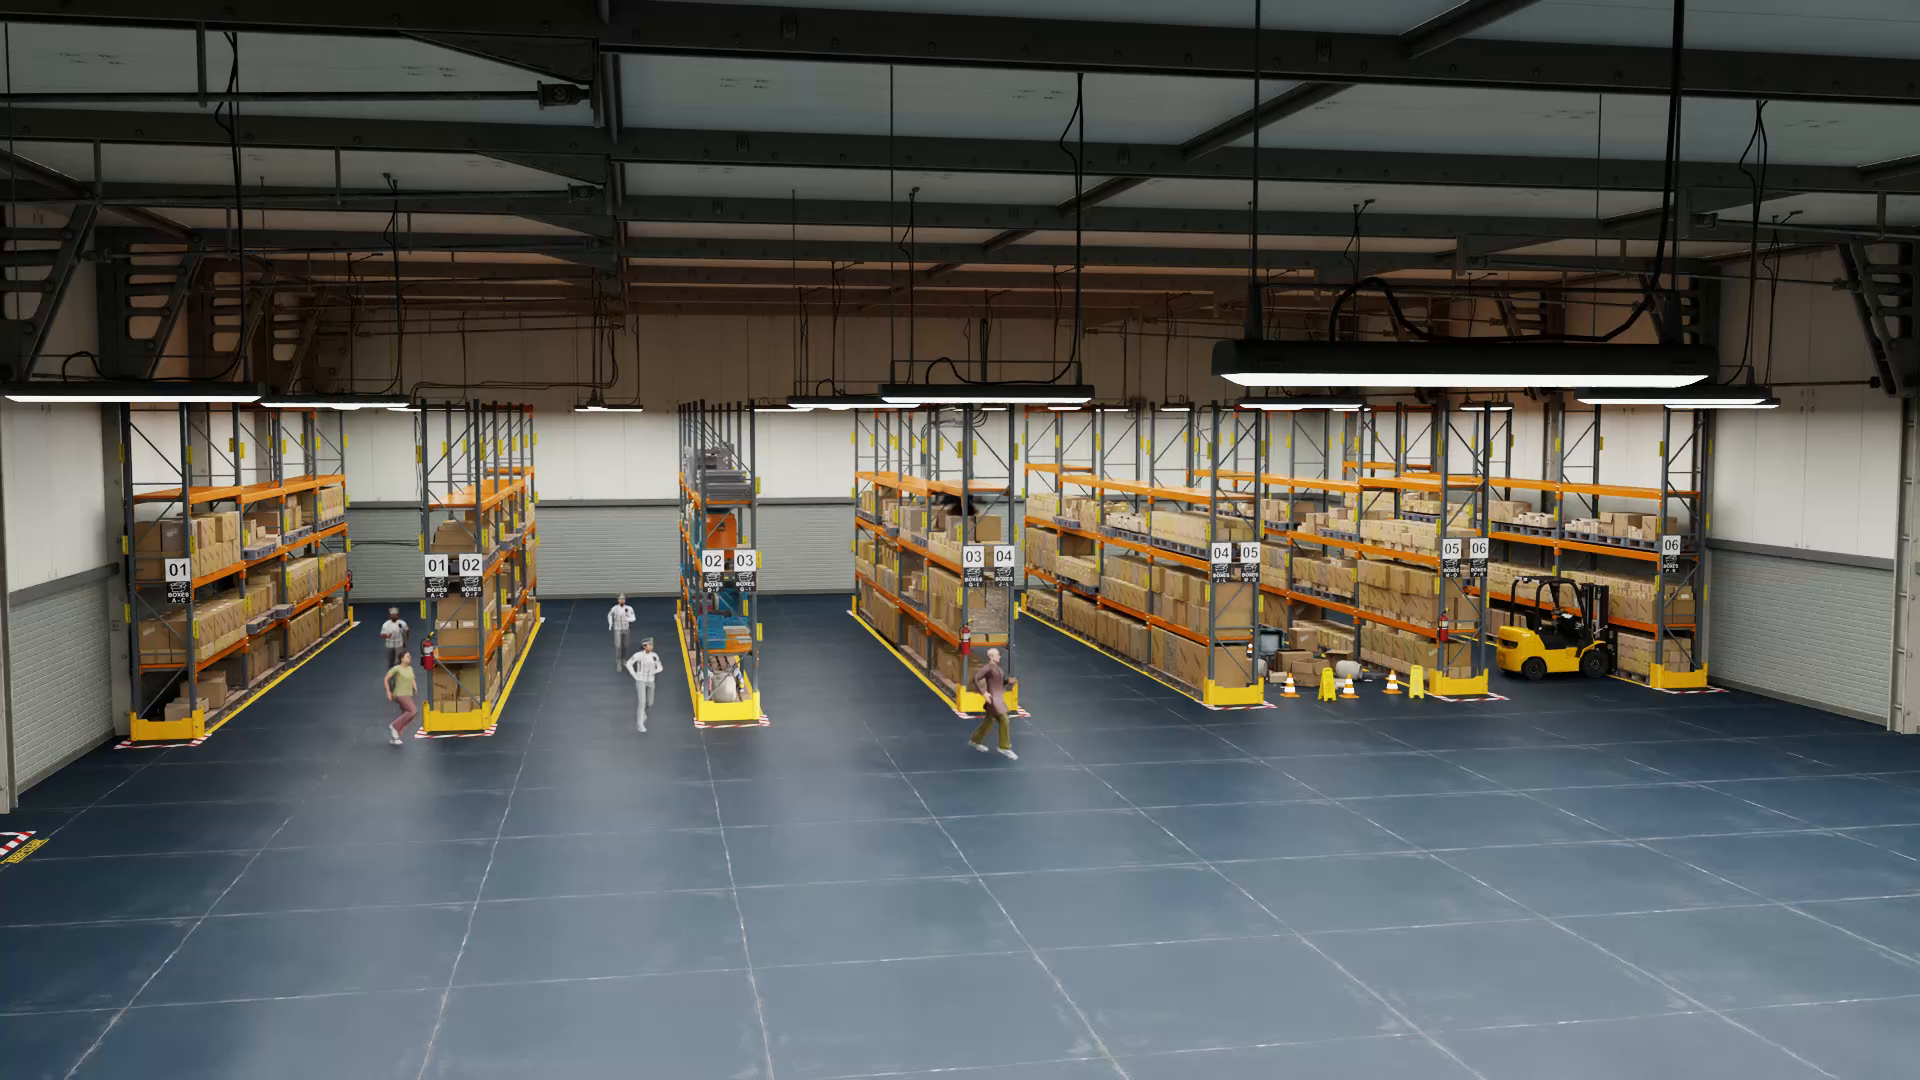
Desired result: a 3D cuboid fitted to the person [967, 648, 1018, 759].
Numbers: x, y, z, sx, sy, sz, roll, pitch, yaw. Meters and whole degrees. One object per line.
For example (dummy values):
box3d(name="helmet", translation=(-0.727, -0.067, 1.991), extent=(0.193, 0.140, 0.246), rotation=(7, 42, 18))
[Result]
box3d(name="person", translation=(0.550, 2.725, 27.809), extent=(0.910, 1.836, 0.681), rotation=(1, 4, 13))

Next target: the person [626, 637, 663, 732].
box3d(name="person", translation=(-5.756, 2.616, 30.481), extent=(0.622, 1.674, 0.850), rotation=(-3, 5, -35))

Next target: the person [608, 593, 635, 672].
box3d(name="person", translation=(-7.584, 2.038, 37.312), extent=(0.599, 1.708, 0.878), rotation=(-1, 4, -12))

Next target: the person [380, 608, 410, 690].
box3d(name="person", translation=(-11.775, 2.240, 34.673), extent=(0.575, 1.685, 0.938), rotation=(-1, 4, -12))

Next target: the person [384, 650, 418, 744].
box3d(name="person", translation=(-9.641, 2.730, 28.977), extent=(0.551, 1.599, 0.603), rotation=(2, 5, 20))
